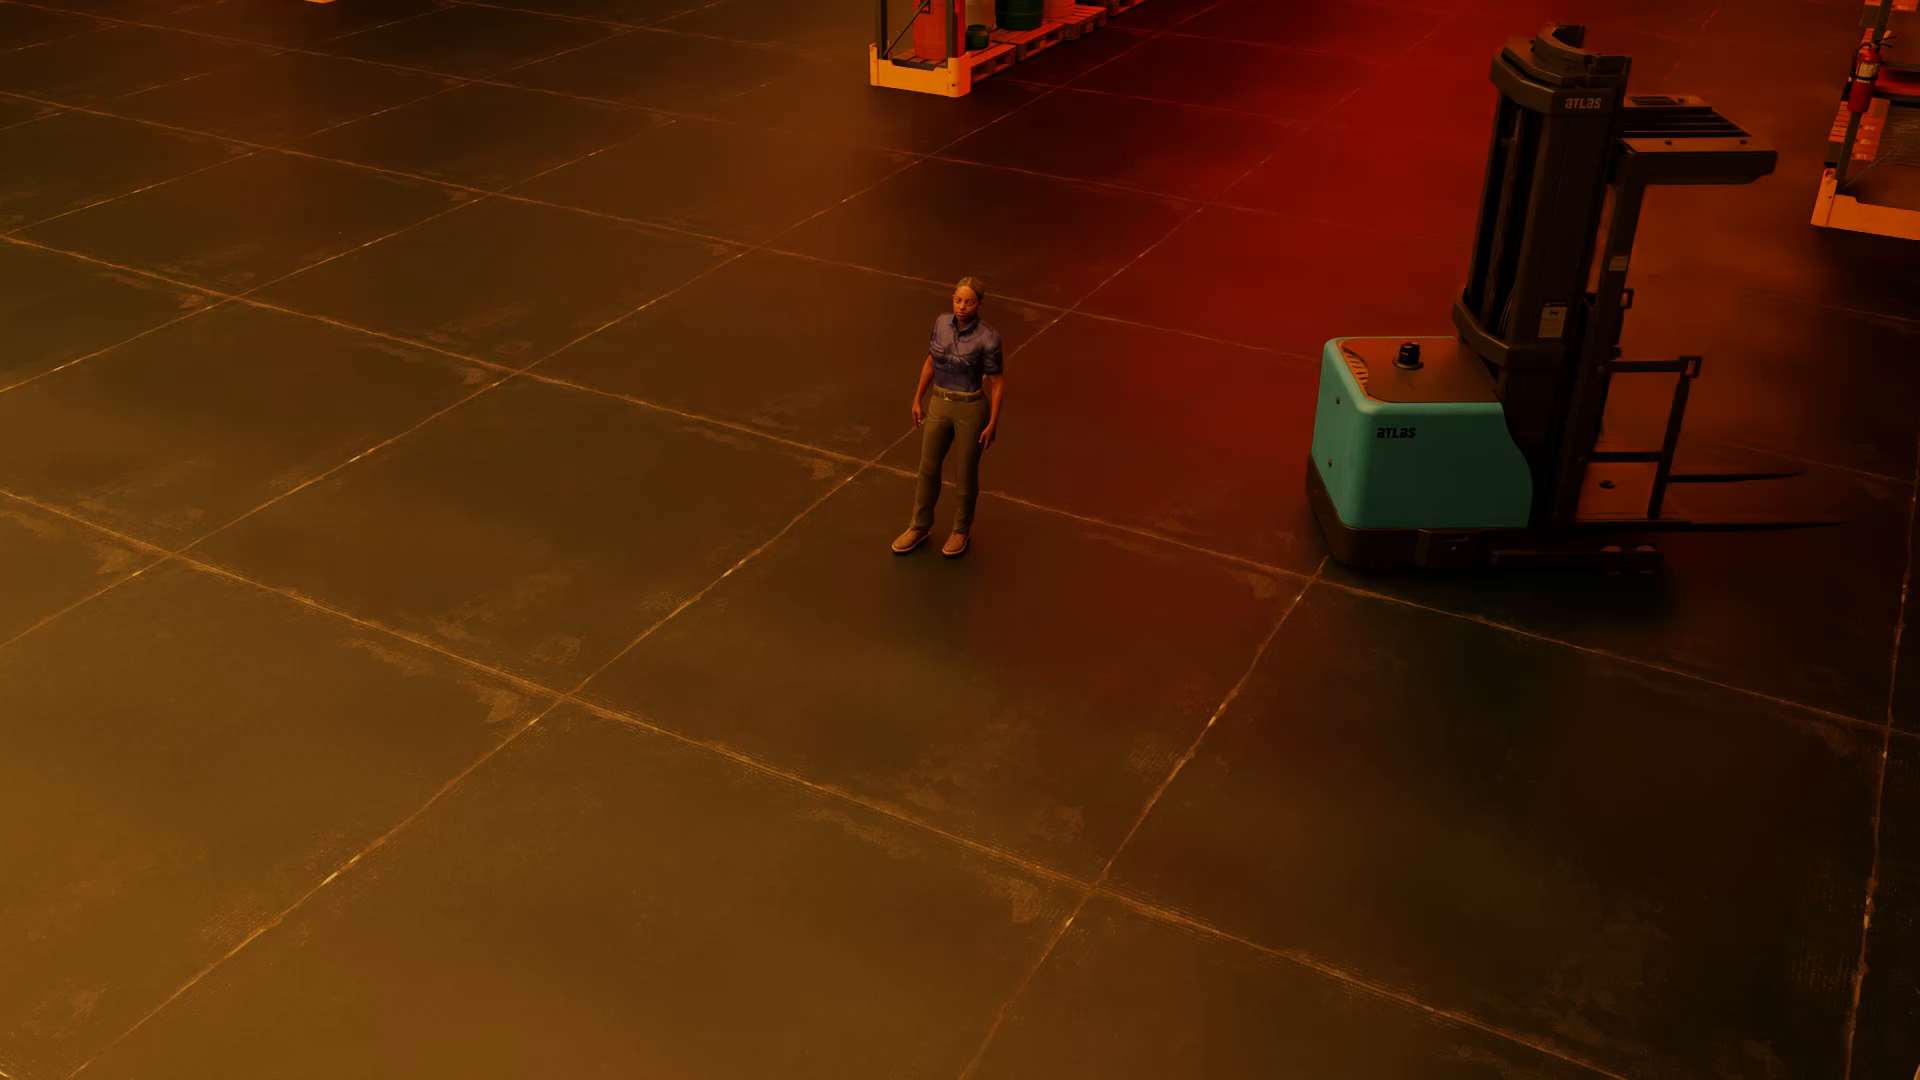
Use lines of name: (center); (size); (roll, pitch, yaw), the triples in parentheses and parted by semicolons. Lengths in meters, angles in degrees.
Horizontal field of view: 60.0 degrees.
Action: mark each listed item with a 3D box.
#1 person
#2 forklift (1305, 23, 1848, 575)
person: (-0.059, -0.689, 9.528); (0.570, 1.654, 0.504); (15, 33, 25)
forklift: (3.686, -1.334, 9.382); (3.031, 2.935, 1.130); (-1, 30, -1)
